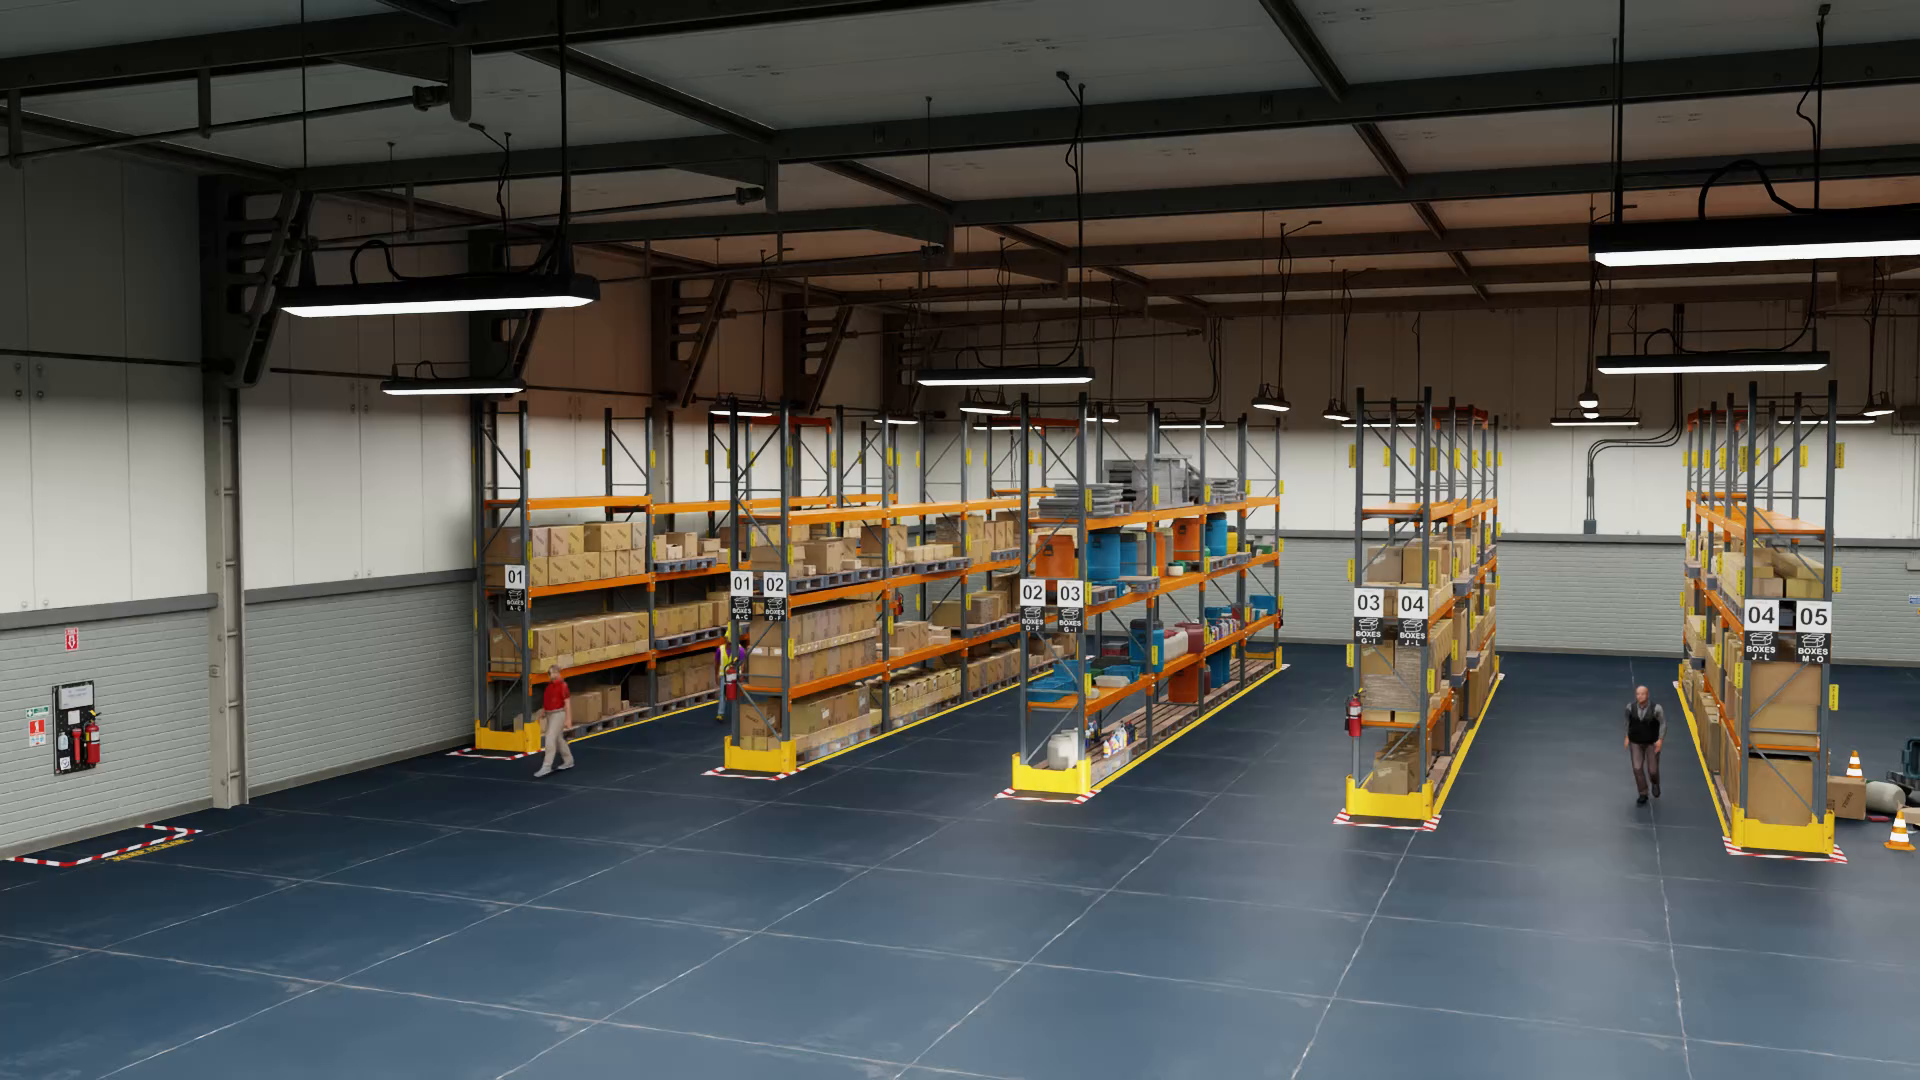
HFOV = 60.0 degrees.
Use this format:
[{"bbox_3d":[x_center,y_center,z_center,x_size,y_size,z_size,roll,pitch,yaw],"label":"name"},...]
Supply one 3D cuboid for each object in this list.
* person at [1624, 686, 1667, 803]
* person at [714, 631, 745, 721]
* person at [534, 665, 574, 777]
[{"bbox_3d":[10.058,2.972,24.369,0.600,1.702,0.606,2,3,33],"label":"person"},{"bbox_3d":[-4.379,2.577,31.646,0.591,1.702,1.066,0,3,-7],"label":"person"},{"bbox_3d":[-6.508,2.854,26.559,0.809,1.700,0.686,-2,3,-32],"label":"person"}]
